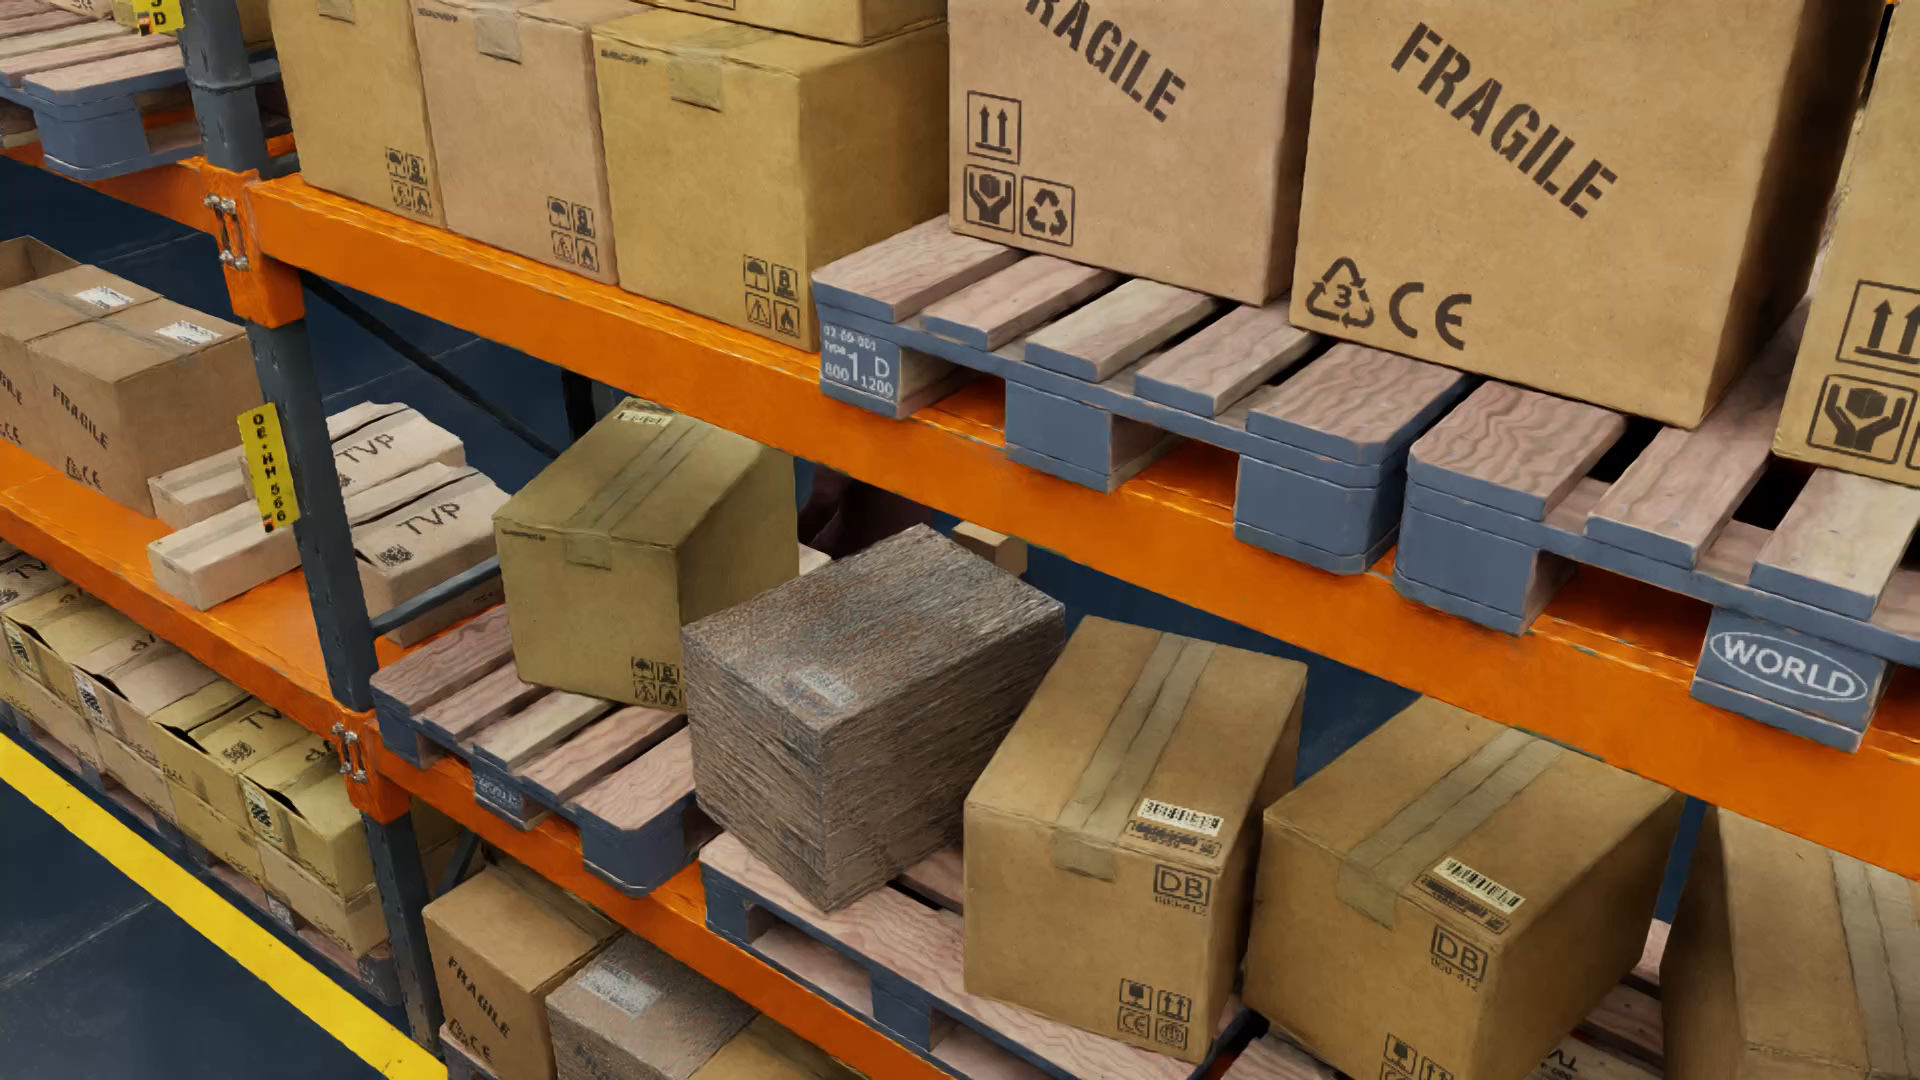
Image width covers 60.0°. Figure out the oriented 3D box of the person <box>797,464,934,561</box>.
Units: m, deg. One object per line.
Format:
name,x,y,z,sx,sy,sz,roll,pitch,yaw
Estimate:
person,-0.399,-0.119,6.494,0.917,1.631,0.568,-23,37,-33
